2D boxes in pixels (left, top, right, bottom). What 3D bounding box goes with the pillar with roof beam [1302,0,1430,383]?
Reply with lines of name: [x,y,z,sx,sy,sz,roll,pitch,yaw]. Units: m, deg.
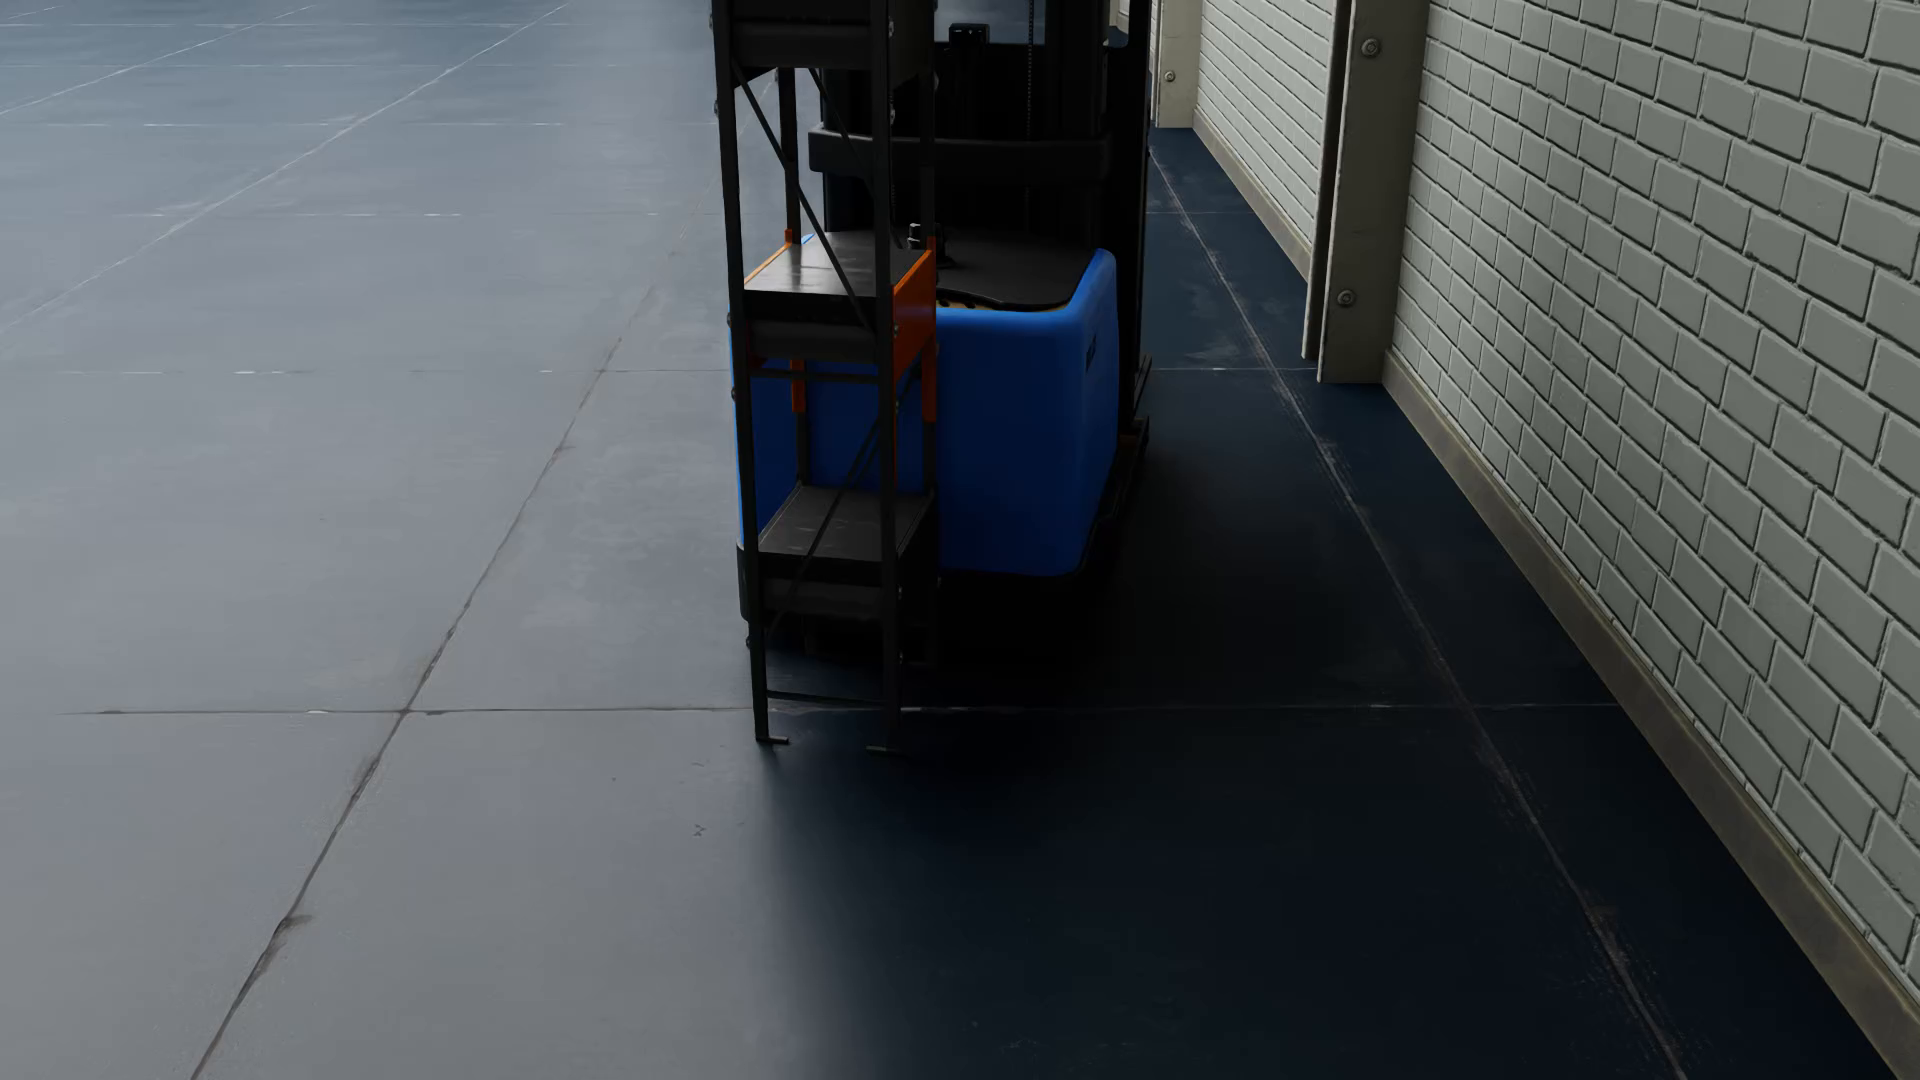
pillar with roof beam: [-2.582,-4.849,5.552,9.100,9.000,0.400,0,24,-1]

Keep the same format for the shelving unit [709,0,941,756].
shelving unit: [-0.313,-0.495,4.297,0.431,2.100,0.503,5,25,10]

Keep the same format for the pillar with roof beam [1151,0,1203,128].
pillar with roof beam: [-2.648,-7.322,11.019,9.100,9.000,0.400,0,24,-1]

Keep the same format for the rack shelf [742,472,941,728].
rack shelf: [-0.313,0.155,4.591,0.431,0.518,0.480,5,25,10]

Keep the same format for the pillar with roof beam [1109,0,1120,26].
pillar with roof beam: [-2.713,-9.794,16.485,9.100,9.000,0.400,0,24,-1]

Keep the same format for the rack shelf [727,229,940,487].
rack shelf: [-0.313,-0.483,4.303,0.431,0.518,0.480,5,25,10]

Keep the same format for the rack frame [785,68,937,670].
rack frame: [-0.264,-0.594,4.515,0.400,2.100,0.015,5,25,10]

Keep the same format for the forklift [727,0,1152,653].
forklift: [0.123,-1.587,5.702,1.130,2.935,3.031,5,25,10]

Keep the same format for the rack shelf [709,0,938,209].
rack shelf: [-0.313,-1.121,4.014,0.431,0.518,0.480,5,25,10]

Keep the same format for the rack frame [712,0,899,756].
rack frame: [-0.361,-0.397,4.079,0.400,2.100,0.015,5,25,10]
